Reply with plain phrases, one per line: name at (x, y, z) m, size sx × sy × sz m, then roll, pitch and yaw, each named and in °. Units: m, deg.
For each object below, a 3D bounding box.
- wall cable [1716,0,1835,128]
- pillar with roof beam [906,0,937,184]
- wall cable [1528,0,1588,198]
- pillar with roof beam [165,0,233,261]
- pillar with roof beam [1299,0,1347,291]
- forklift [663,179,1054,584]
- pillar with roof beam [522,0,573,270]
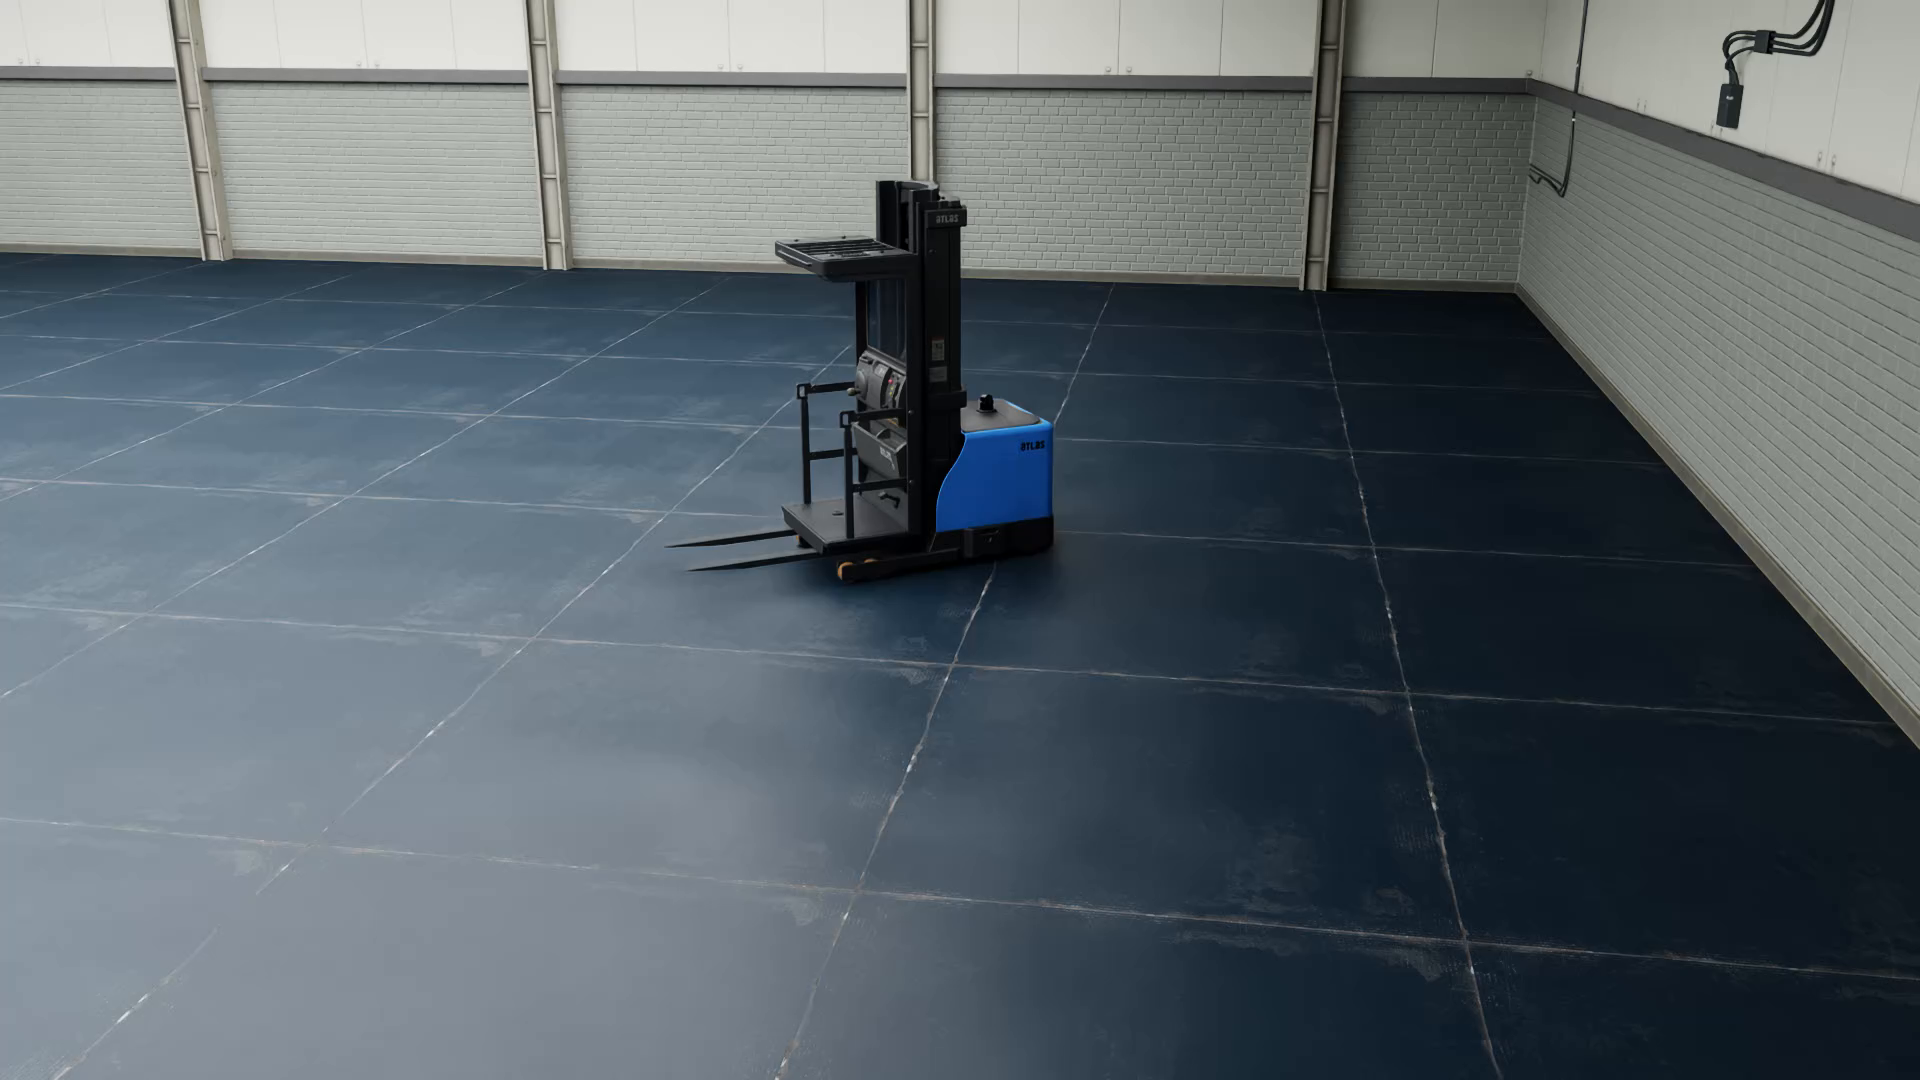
wall cable at (6.518, -6.146, 12.631) m, size 0.169 × 6.003 × 2.305 m, roll 3°, pitch 19°, yaw 9°
pillar with roof beam at (-1.266, -7.023, 20.610) m, size 0.400 × 9.000 × 9.100 m, roll 3°, pitch 19°, yaw 9°
wall cable at (8.039, -6.034, 22.550) m, size 0.112 × 2.526 × 3.097 m, roll 3°, pitch 19°, yaw 9°
pillar with roof beam at (-13.114, -7.627, 22.415) m, size 0.400 × 9.000 × 9.100 m, roll 3°, pitch 19°, yaw 9°
pillar with roof beam at (4.658, -6.721, 19.708) m, size 0.400 × 9.000 × 9.100 m, roll 3°, pitch 19°, yaw 9°
forklift at (-0.804, -1.245, 12.904) m, size 3.031 × 2.935 × 1.130 m, roll -8°, pitch 20°, yaw -23°
pillar with roof beam at (-7.190, -7.325, 21.513) m, size 0.400 × 9.000 × 9.100 m, roll 3°, pitch 19°, yaw 9°
